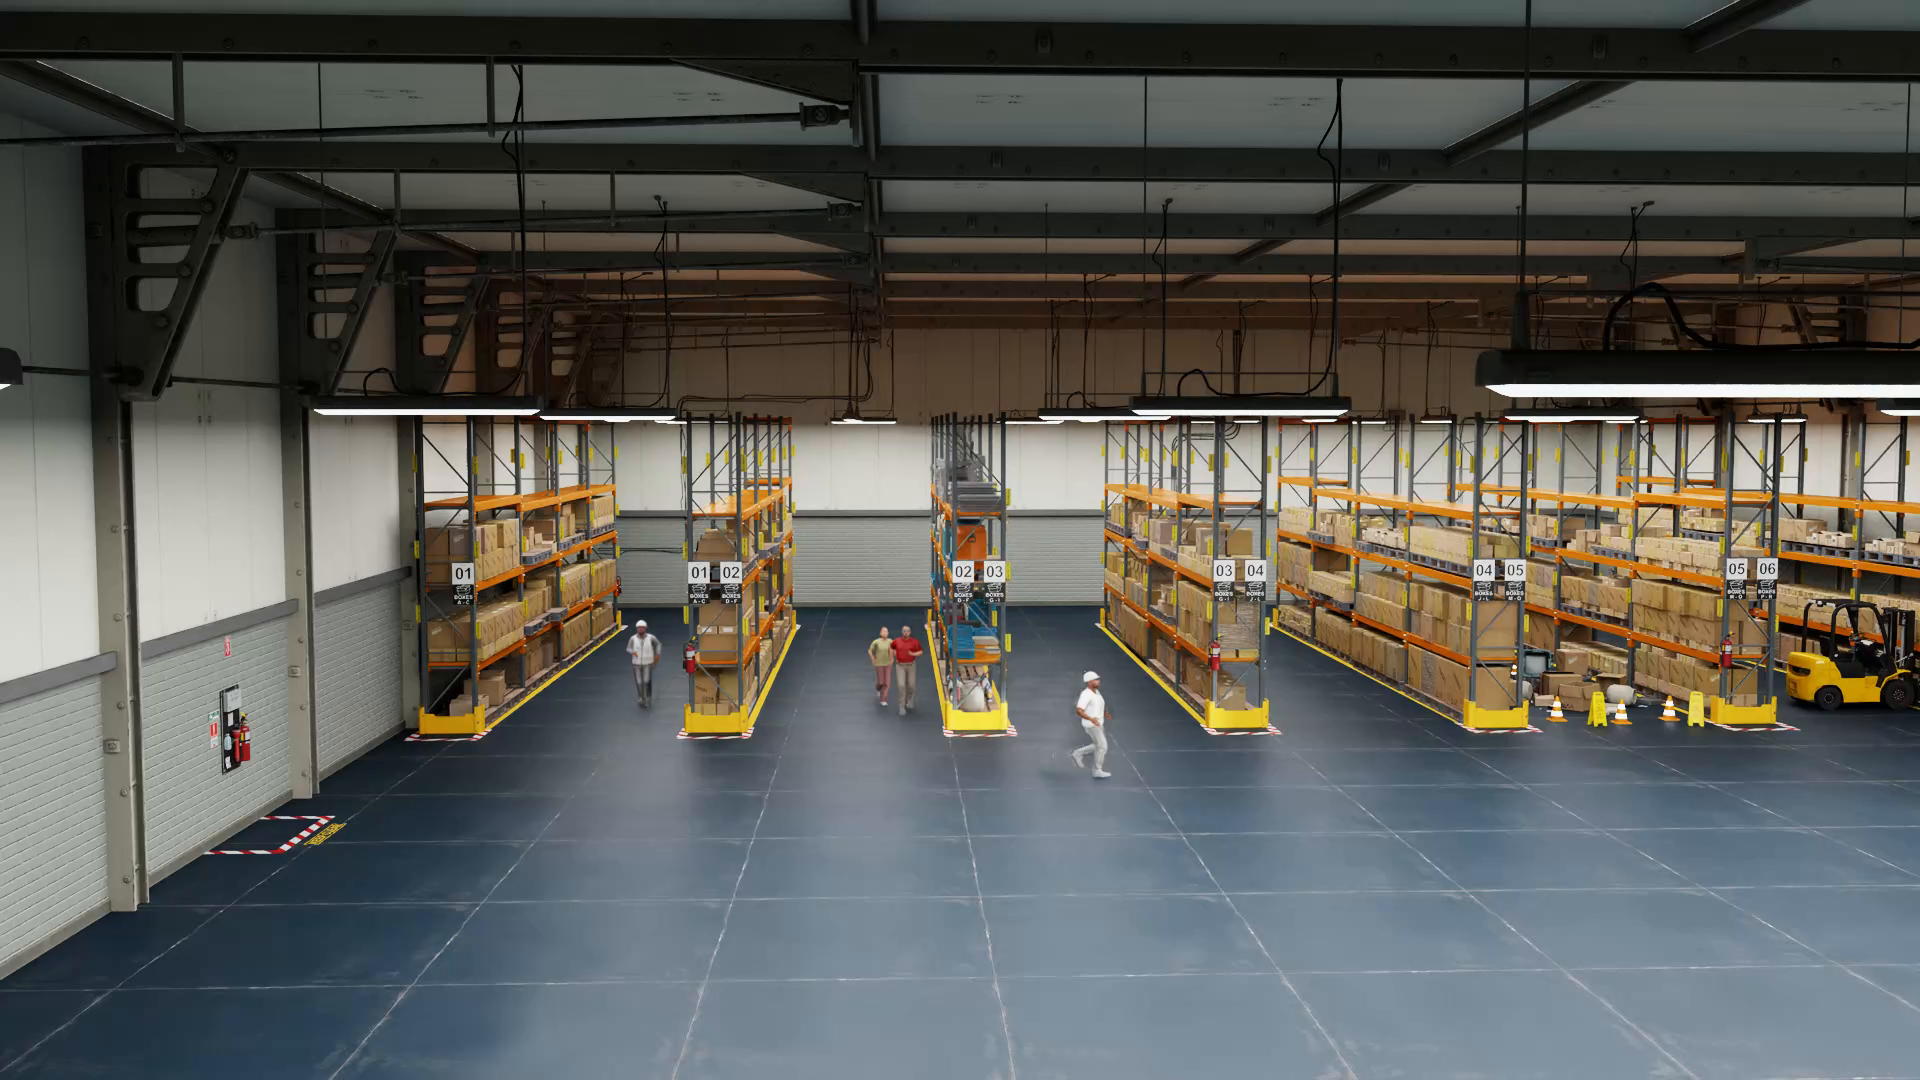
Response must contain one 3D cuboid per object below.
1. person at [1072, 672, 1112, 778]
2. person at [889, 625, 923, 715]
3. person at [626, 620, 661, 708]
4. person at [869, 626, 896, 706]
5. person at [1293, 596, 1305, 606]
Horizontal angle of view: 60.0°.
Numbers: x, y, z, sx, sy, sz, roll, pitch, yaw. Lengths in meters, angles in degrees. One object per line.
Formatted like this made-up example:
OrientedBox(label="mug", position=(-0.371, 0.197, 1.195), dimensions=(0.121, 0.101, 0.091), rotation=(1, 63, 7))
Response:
OrientedBox(label="person", position=(2.141, 3.011, 27.193), dimensions=(0.696, 1.723, 0.704), rotation=(2, 4, 23))
OrientedBox(label="person", position=(-1.079, 2.575, 33.273), dimensions=(0.658, 1.729, 0.955), rotation=(0, 4, -4))
OrientedBox(label="person", position=(-6.465, 2.547, 33.930), dimensions=(0.669, 1.829, 0.726), rotation=(0, 4, -3))
OrientedBox(label="person", position=(-1.573, 2.580, 34.246), dimensions=(0.596, 1.624, 0.597), rotation=(-1, 4, -15))
OrientedBox(label="person", position=(10.037, 1.634, 48.963), dimensions=(0.489, 1.527, 0.579), rotation=(1, 4, 16))
